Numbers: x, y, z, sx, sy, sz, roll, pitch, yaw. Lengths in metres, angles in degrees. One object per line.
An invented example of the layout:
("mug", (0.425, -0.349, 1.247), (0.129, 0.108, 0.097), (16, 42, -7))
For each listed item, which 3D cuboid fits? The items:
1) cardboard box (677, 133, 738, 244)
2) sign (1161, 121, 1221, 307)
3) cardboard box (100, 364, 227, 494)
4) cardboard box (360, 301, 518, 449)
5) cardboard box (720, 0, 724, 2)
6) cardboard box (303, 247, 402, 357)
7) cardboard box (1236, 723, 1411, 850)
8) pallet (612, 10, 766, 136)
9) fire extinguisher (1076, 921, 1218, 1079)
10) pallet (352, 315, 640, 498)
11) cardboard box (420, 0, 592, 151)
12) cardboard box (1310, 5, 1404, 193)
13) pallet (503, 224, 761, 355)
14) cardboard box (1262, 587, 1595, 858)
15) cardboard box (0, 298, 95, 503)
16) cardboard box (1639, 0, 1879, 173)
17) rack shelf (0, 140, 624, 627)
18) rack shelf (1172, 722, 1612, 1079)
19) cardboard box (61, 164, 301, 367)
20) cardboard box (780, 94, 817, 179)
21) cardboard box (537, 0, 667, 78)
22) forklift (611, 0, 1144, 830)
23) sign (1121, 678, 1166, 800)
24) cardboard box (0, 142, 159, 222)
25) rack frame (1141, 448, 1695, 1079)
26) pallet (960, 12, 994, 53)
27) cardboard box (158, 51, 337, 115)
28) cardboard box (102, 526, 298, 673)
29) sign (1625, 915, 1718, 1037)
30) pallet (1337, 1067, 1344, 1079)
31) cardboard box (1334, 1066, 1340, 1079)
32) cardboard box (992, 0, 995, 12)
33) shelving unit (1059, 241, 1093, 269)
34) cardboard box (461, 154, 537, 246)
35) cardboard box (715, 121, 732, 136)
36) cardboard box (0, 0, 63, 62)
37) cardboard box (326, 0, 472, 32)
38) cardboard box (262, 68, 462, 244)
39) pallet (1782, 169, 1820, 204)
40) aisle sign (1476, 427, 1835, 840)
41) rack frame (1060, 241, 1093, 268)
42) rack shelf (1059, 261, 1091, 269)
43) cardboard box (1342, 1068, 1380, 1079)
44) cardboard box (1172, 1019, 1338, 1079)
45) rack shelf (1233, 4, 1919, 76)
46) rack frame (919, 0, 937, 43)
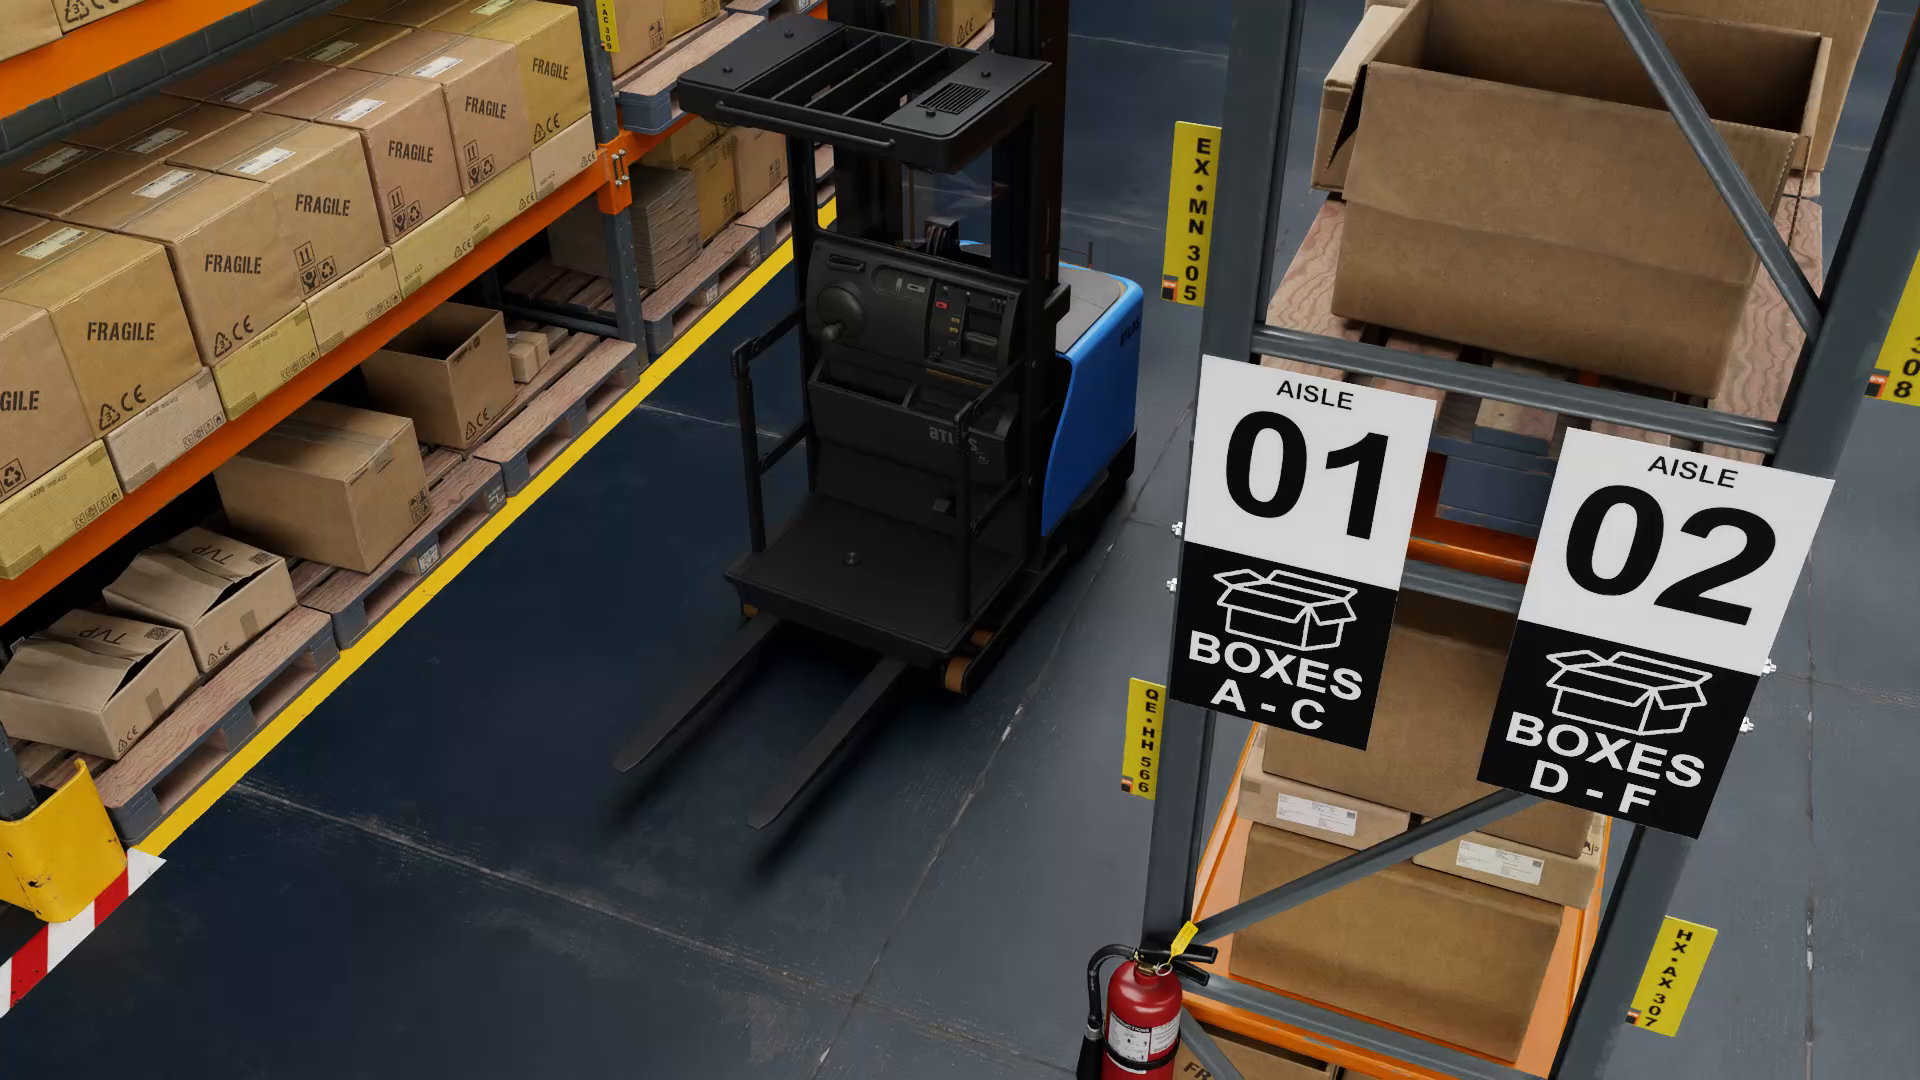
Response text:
("cardboard box", (-1.752, -2.109, 9.787), (0.700, 0.500, 0.500), (13, 39, 17))
("sign", (0.397, -0.540, 2.788), (0.100, 0.325, 0.005), (14, 39, 18))
("cardboard box", (-3.025, -0.447, 5.951), (0.500, 0.250, 0.500), (13, 39, 16))
("cardboard box", (-2.525, -0.816, 8.057), (0.500, 0.500, 0.500), (11, 38, 14))
("cardboard box", (-1.501, -3.395, 9.336), (0.700, 0.500, 0.500), (19, 41, 24))
("cardboard box", (-2.631, -1.007, 6.701), (0.500, 0.250, 0.500), (14, 39, 18))
("cardboard box", (0.863, 0.561, 3.869), (0.380, 0.149, 0.250), (13, 39, 17))
("pallet", (-1.741, -2.538, 8.801), (1.003, 0.211, 1.213), (14, 39, 18))
("fire extinguisher", (0.419, 1.106, 3.829), (0.296, 0.674, 0.183), (14, 39, 18))
("pallet", (-2.390, -0.728, 8.548), (1.003, 0.211, 1.213), (14, 39, 18))
("cardboard box", (-2.061, -2.141, 7.592), (0.500, 0.500, 0.500), (14, 39, 18))
("cardboard box", (1.088, -0.948, 3.664), (0.500, 0.250, 0.500), (14, 39, 18))
("pallet", (-1.872, -1.540, 9.634), (1.003, 0.211, 1.213), (14, 39, 18))
("cardboard box", (1.103, 0.271, 3.715), (0.700, 0.500, 0.500), (14, 39, 18))
("cardboard box", (-3.229, -0.455, 5.335), (0.500, 0.500, 0.500), (14, 39, 18))
("cardboard box", (1.779, -1.207, 3.803), (0.500, 0.500, 0.500), (14, 39, 18))
("rack shelf", (-2.928, -0.830, 6.956), (1.077, 0.370, 4.000), (14, 39, 18))
("rack shelf", (1.655, 0.297, 5.449), (1.077, 0.370, 4.000), (14, 39, 18))
("cardboard box", (-2.829, -1.011, 6.079), (0.500, 0.500, 0.500), (13, 39, 16))
("cardboard box", (-1.337, -2.664, 10.529), (0.700, 0.500, 0.500), (14, 39, 18))
("cardboard box", (-1.942, -2.716, 8.427), (0.700, 0.500, 0.500), (14, 39, 18))
("forklift", (-0.297, -0.845, 6.433), (1.130, 2.935, 3.031), (18, 40, 22))
("sign", (0.397, 0.426, 3.510), (0.100, 0.325, 0.005), (14, 39, 18))
("cardboard box", (-3.312, -1.132, 6.241), (0.500, 0.500, 0.500), (13, 39, 17))
("rack frame", (0.894, 1.116, 3.752), (1.000, 3.000, 0.127), (14, 39, 18))
("pallet", (-0.275, -3.742, 12.580), (1.003, 0.211, 1.213), (14, 39, 18))
("cardboard box", (-2.934, -1.701, 7.002), (0.500, 0.500, 0.500), (15, 39, 19))
("cardboard box", (-3.125, 0.212, 6.839), (0.500, 0.311, 0.500), (17, 40, 21))
("sign", (1.405, 0.867, 3.295), (0.100, 0.325, 0.005), (14, 39, 18))
("pallet", (1.146, 1.800, 5.166), (1.003, 0.211, 1.213), (14, 39, 18))
("cardboard box", (0.825, 1.685, 4.937), (0.500, 0.250, 0.500), (14, 39, 18))
("cardboard box", (0.096, -4.608, 12.854), (0.750, 0.750, 0.750), (14, 39, 18))
("shelving unit", (0.482, -0.959, 8.156), (0.215, 1.050, 0.252), (18, 40, 22))
("cardboard box", (-2.264, -1.568, 7.451), (0.500, 0.250, 0.500), (14, 39, 18))
("cardboard box", (-1.543, -2.645, 9.878), (0.500, 0.250, 0.500), (13, 39, 16))
("cardboard box", (-3.093, -1.678, 4.883), (0.500, 0.500, 0.500), (16, 40, 21))
("cardboard box", (-2.539, -2.261, 7.752), (0.500, 0.500, 0.500), (13, 39, 17))
("cardboard box", (-2.447, -1.587, 6.850), (0.500, 0.500, 0.500), (13, 39, 16))
("pallet", (1.650, -1.114, 4.303), (1.003, 0.211, 1.213), (14, 39, 18))
("aisle sign", (1.152, 0.181, 2.831), (0.394, 0.787, 0.004), (14, 39, 18))
("rack frame", (0.540, -1.024, 8.242), (0.200, 1.050, 0.008), (18, 40, 22))
("rack shelf", (0.482, -1.178, 7.993), (0.215, 0.259, 0.240), (18, 40, 22))
("cardboard box", (1.304, 1.803, 4.779), (0.500, 0.250, 0.500), (14, 39, 18))
("cardboard box", (0.823, 1.384, 4.713), (0.500, 0.500, 0.500), (14, 39, 18))
("rack shelf", (1.655, -1.946, 3.772), (1.077, 0.370, 4.000), (14, 39, 18))
("rack frame", (-0.645, -4.440, 11.185), (1.000, 3.000, 0.127), (14, 39, 18))
